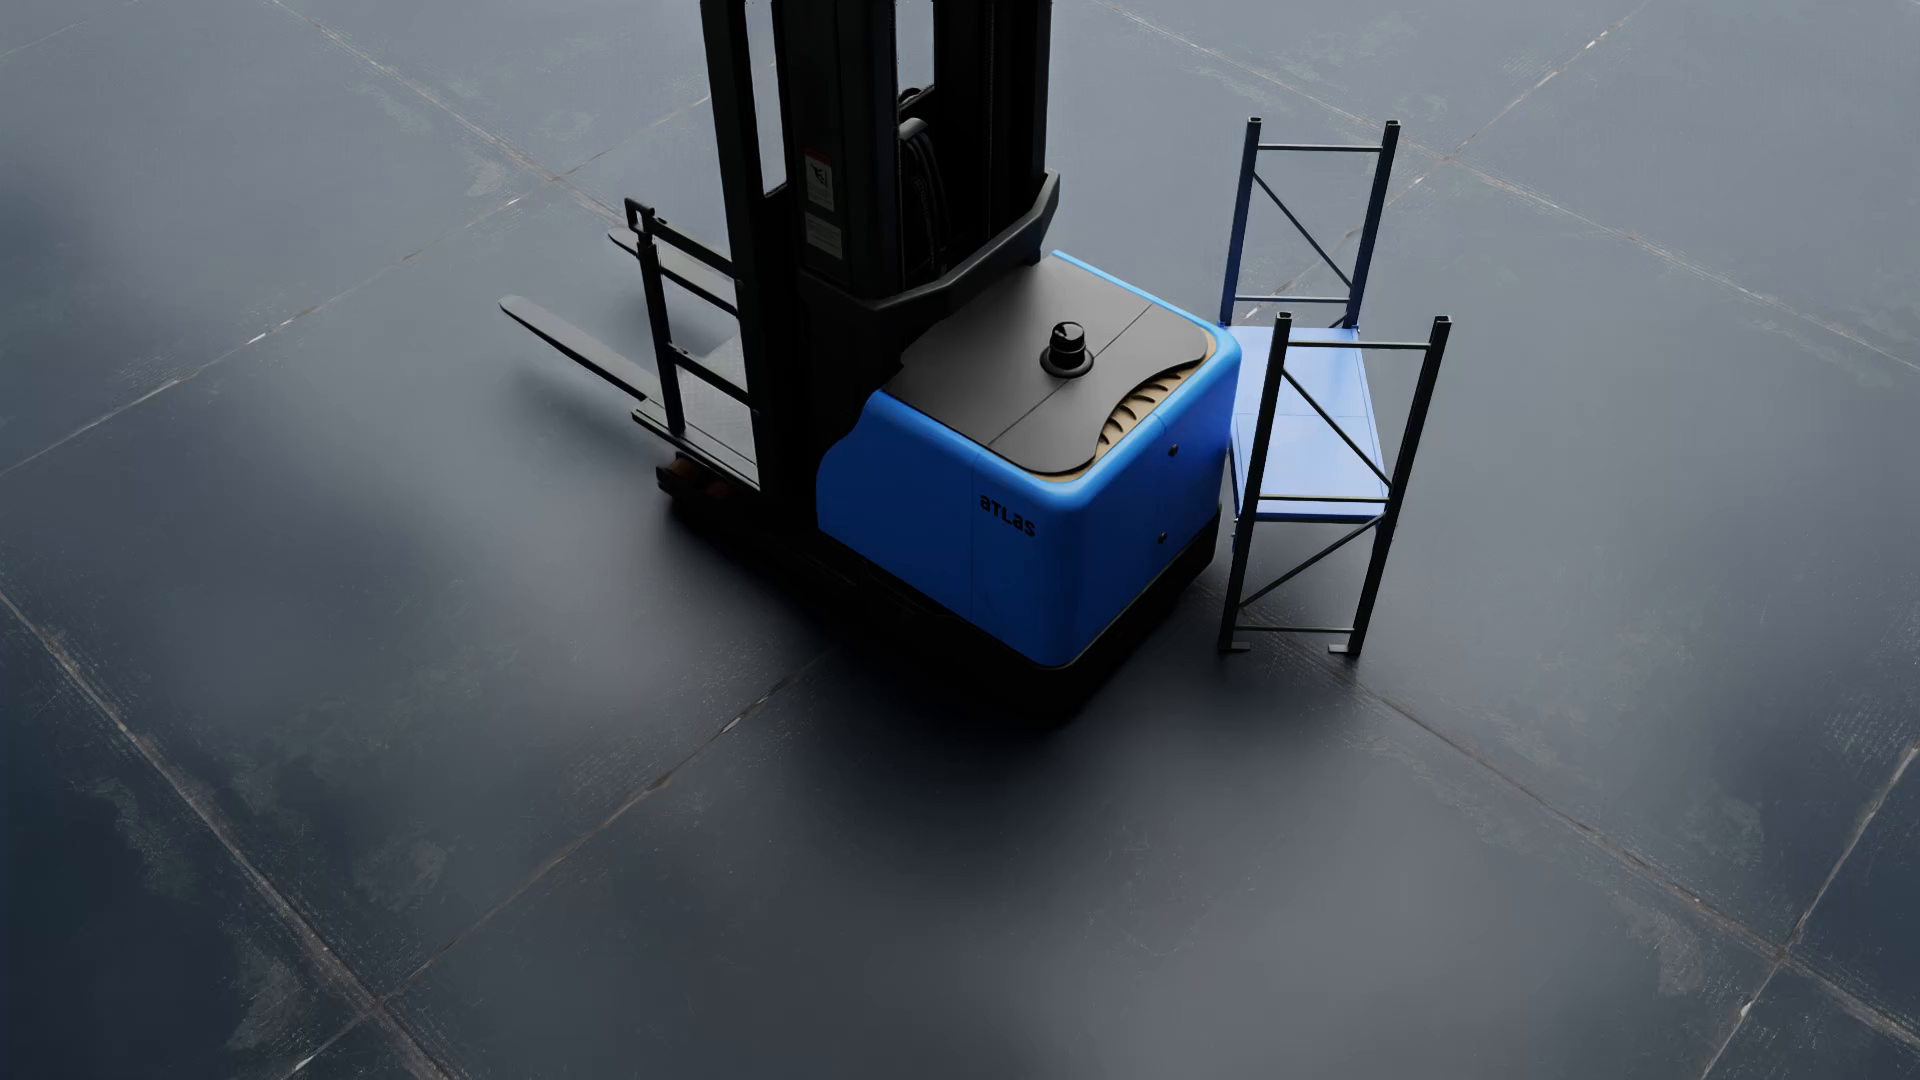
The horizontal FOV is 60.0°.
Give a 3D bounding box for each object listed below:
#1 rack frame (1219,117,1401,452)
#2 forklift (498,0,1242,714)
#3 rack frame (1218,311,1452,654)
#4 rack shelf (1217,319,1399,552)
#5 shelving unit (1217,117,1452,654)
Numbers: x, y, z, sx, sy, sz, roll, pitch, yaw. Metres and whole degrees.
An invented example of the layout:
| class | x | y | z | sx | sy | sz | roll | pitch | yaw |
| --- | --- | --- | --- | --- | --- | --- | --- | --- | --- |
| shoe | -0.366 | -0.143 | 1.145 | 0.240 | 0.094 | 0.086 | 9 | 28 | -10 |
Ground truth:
| class | x | y | z | sx | sy | sz | roll | pitch | yaw |
| --- | --- | --- | --- | --- | --- | --- | --- | --- | --- |
| rack frame | 1.203 | -0.871 | 6.039 | 0.500 | 1.500 | 0.032 | 2 | 47 | 1 |
| forklift | -0.527 | -1.328 | 5.487 | 3.031 | 2.935 | 1.130 | 31 | 54 | 26 |
| rack frame | 1.166 | -0.130 | 5.343 | 0.500 | 1.500 | 0.032 | 2 | 47 | 1 |
| rack shelf | 1.184 | -0.377 | 5.822 | 0.538 | 0.185 | 1.000 | 2 | 47 | 1 |
| shelving unit | 1.184 | -0.501 | 5.691 | 0.538 | 1.500 | 1.048 | 2 | 47 | 1 |
